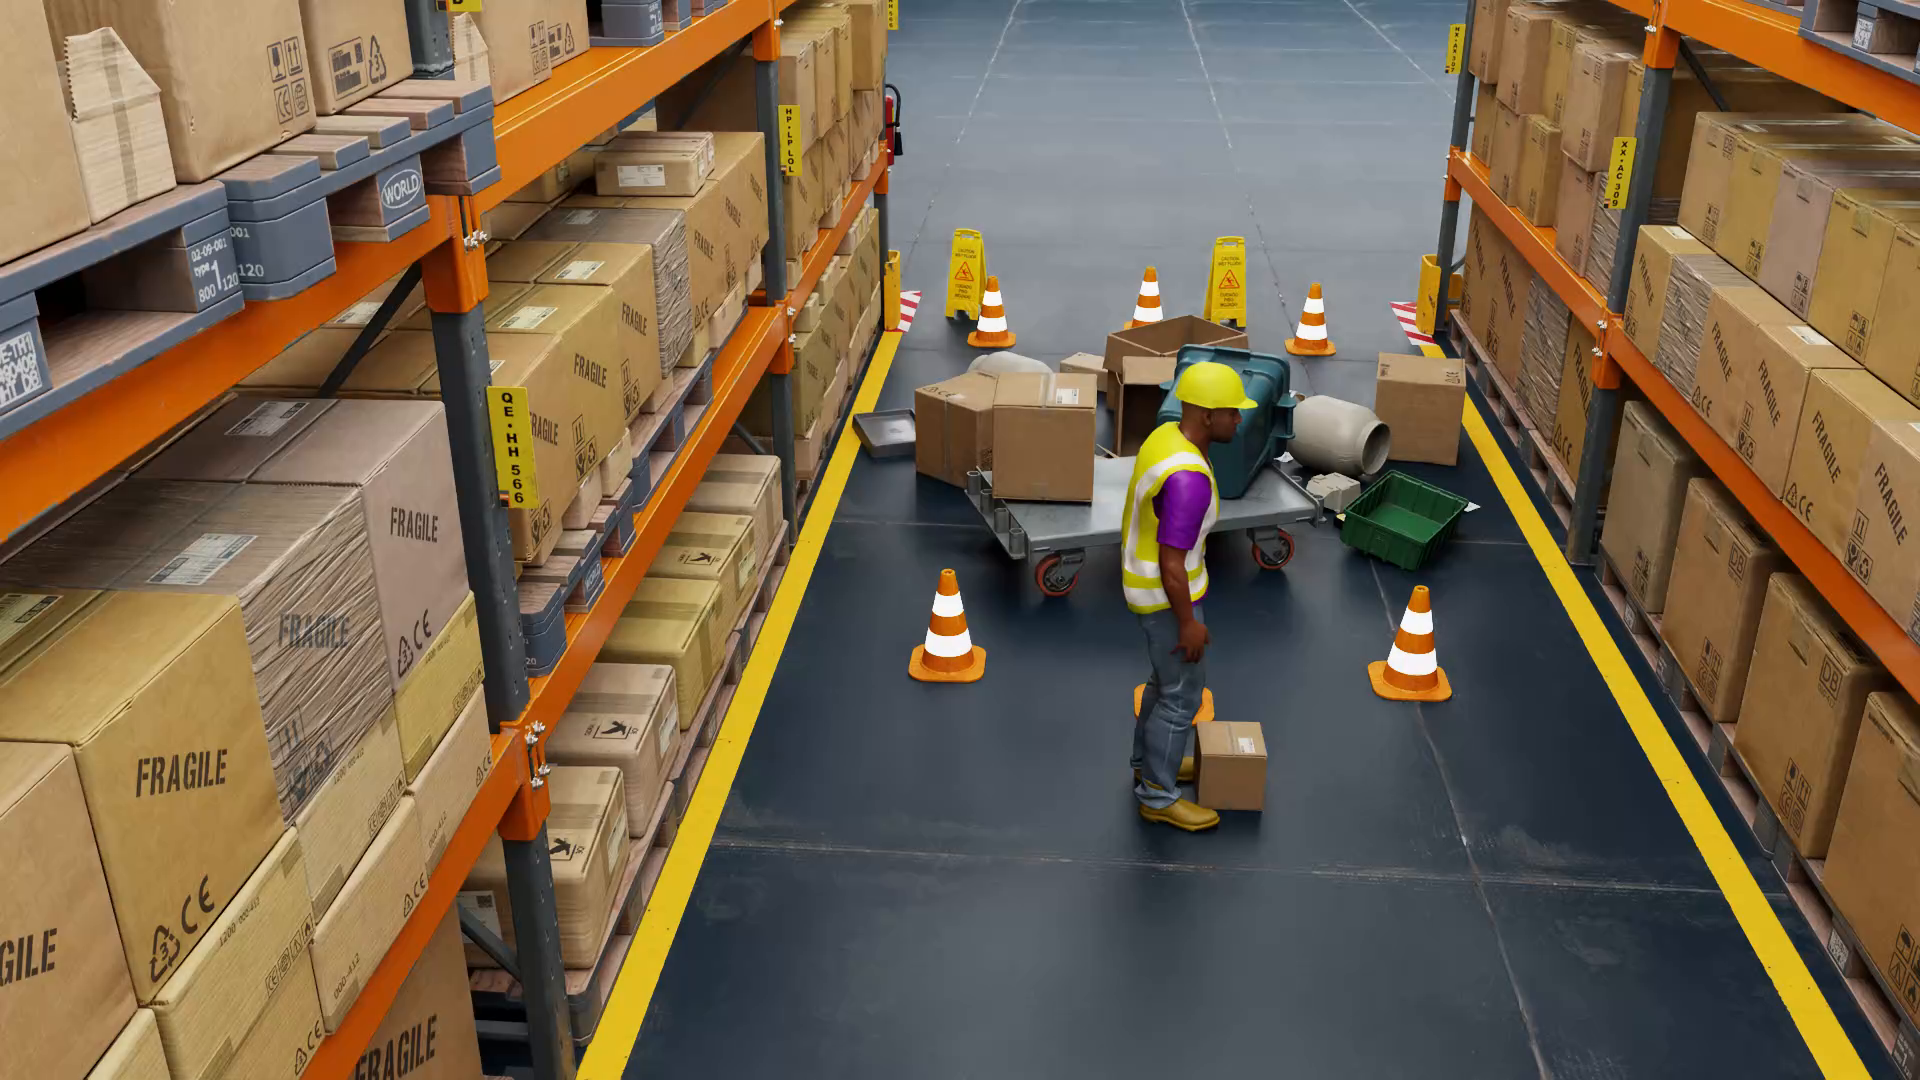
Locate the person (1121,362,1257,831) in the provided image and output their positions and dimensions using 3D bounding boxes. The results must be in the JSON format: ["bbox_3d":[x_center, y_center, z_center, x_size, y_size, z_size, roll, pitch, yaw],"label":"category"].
[{"bbox_3d":[0.821,0.190,6.162,0.454,1.761,0.628,2,24,4],"label":"person"}]
